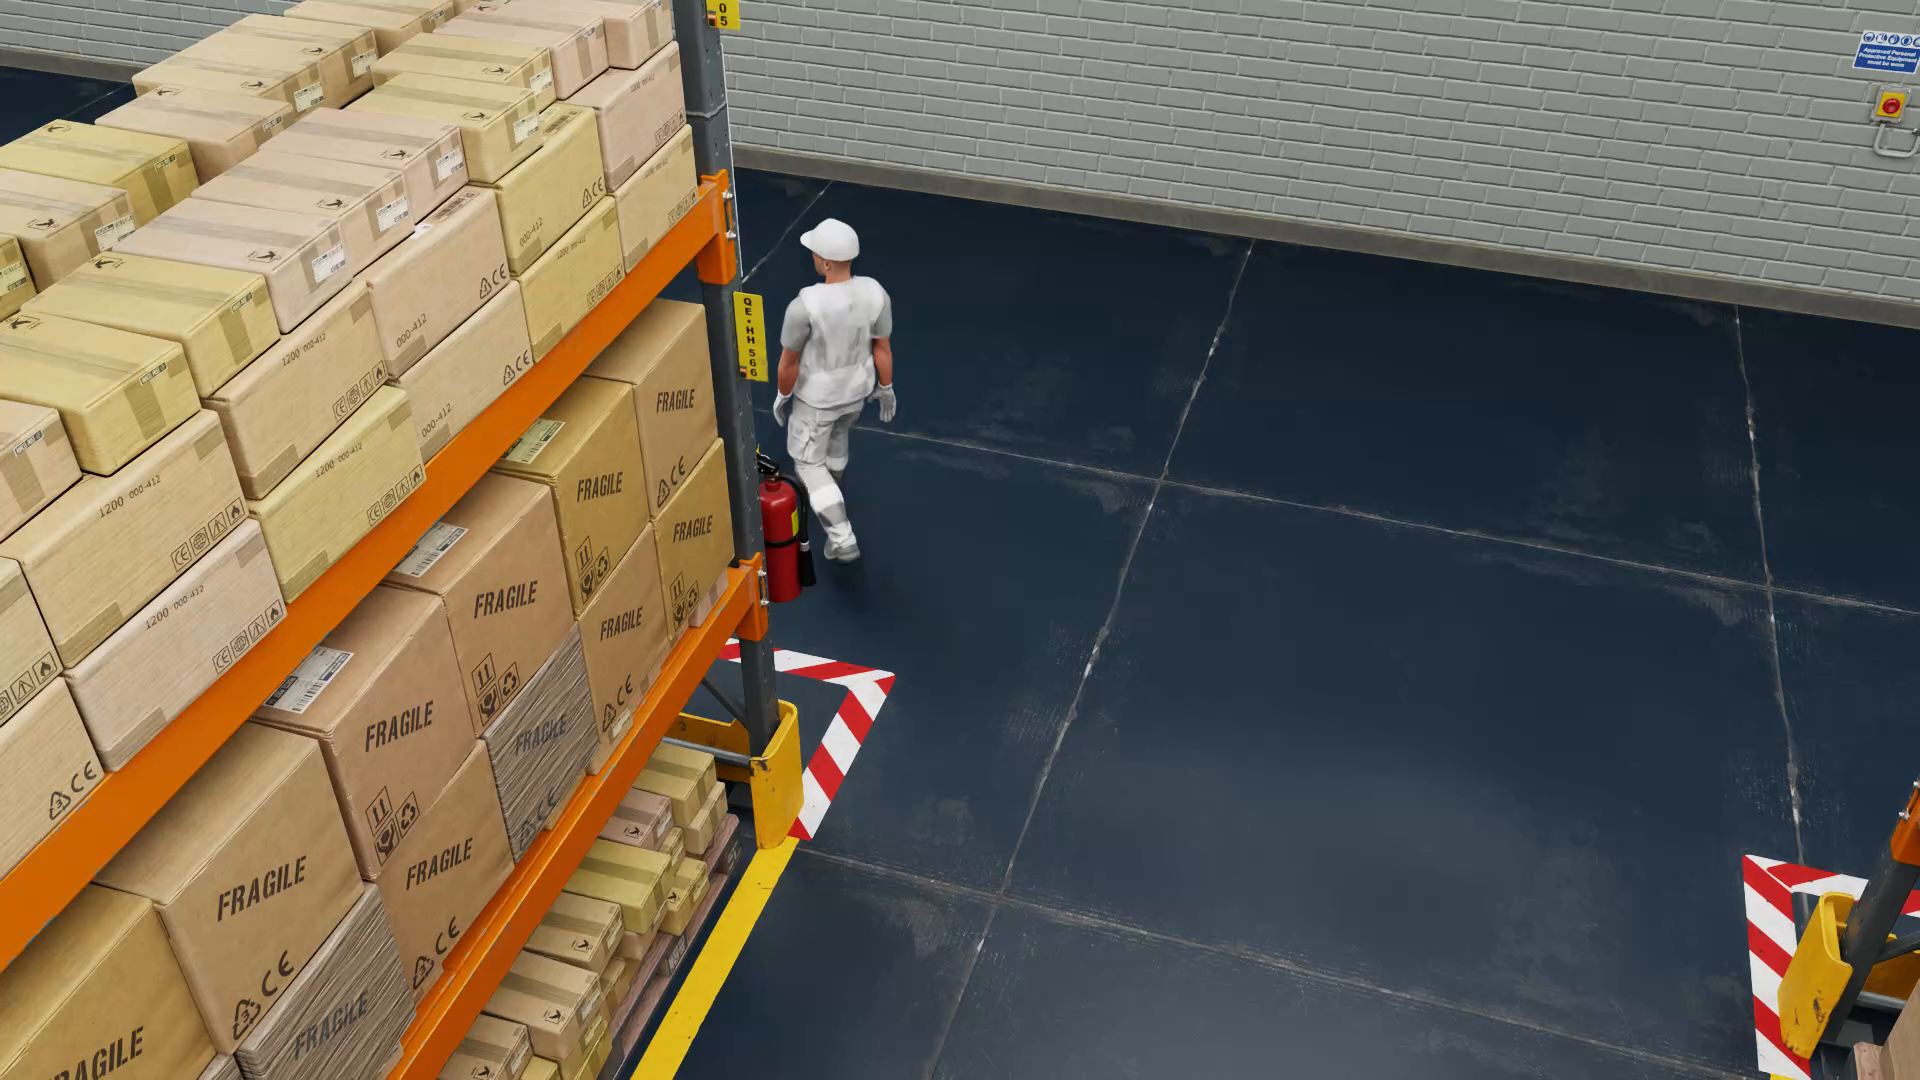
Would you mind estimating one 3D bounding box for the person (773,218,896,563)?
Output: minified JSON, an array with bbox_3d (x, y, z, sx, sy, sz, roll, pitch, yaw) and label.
[{"bbox_3d":[-0.631,-0.748,7.909,0.575,1.737,1.005,-20,41,-24],"label":"person"}]
